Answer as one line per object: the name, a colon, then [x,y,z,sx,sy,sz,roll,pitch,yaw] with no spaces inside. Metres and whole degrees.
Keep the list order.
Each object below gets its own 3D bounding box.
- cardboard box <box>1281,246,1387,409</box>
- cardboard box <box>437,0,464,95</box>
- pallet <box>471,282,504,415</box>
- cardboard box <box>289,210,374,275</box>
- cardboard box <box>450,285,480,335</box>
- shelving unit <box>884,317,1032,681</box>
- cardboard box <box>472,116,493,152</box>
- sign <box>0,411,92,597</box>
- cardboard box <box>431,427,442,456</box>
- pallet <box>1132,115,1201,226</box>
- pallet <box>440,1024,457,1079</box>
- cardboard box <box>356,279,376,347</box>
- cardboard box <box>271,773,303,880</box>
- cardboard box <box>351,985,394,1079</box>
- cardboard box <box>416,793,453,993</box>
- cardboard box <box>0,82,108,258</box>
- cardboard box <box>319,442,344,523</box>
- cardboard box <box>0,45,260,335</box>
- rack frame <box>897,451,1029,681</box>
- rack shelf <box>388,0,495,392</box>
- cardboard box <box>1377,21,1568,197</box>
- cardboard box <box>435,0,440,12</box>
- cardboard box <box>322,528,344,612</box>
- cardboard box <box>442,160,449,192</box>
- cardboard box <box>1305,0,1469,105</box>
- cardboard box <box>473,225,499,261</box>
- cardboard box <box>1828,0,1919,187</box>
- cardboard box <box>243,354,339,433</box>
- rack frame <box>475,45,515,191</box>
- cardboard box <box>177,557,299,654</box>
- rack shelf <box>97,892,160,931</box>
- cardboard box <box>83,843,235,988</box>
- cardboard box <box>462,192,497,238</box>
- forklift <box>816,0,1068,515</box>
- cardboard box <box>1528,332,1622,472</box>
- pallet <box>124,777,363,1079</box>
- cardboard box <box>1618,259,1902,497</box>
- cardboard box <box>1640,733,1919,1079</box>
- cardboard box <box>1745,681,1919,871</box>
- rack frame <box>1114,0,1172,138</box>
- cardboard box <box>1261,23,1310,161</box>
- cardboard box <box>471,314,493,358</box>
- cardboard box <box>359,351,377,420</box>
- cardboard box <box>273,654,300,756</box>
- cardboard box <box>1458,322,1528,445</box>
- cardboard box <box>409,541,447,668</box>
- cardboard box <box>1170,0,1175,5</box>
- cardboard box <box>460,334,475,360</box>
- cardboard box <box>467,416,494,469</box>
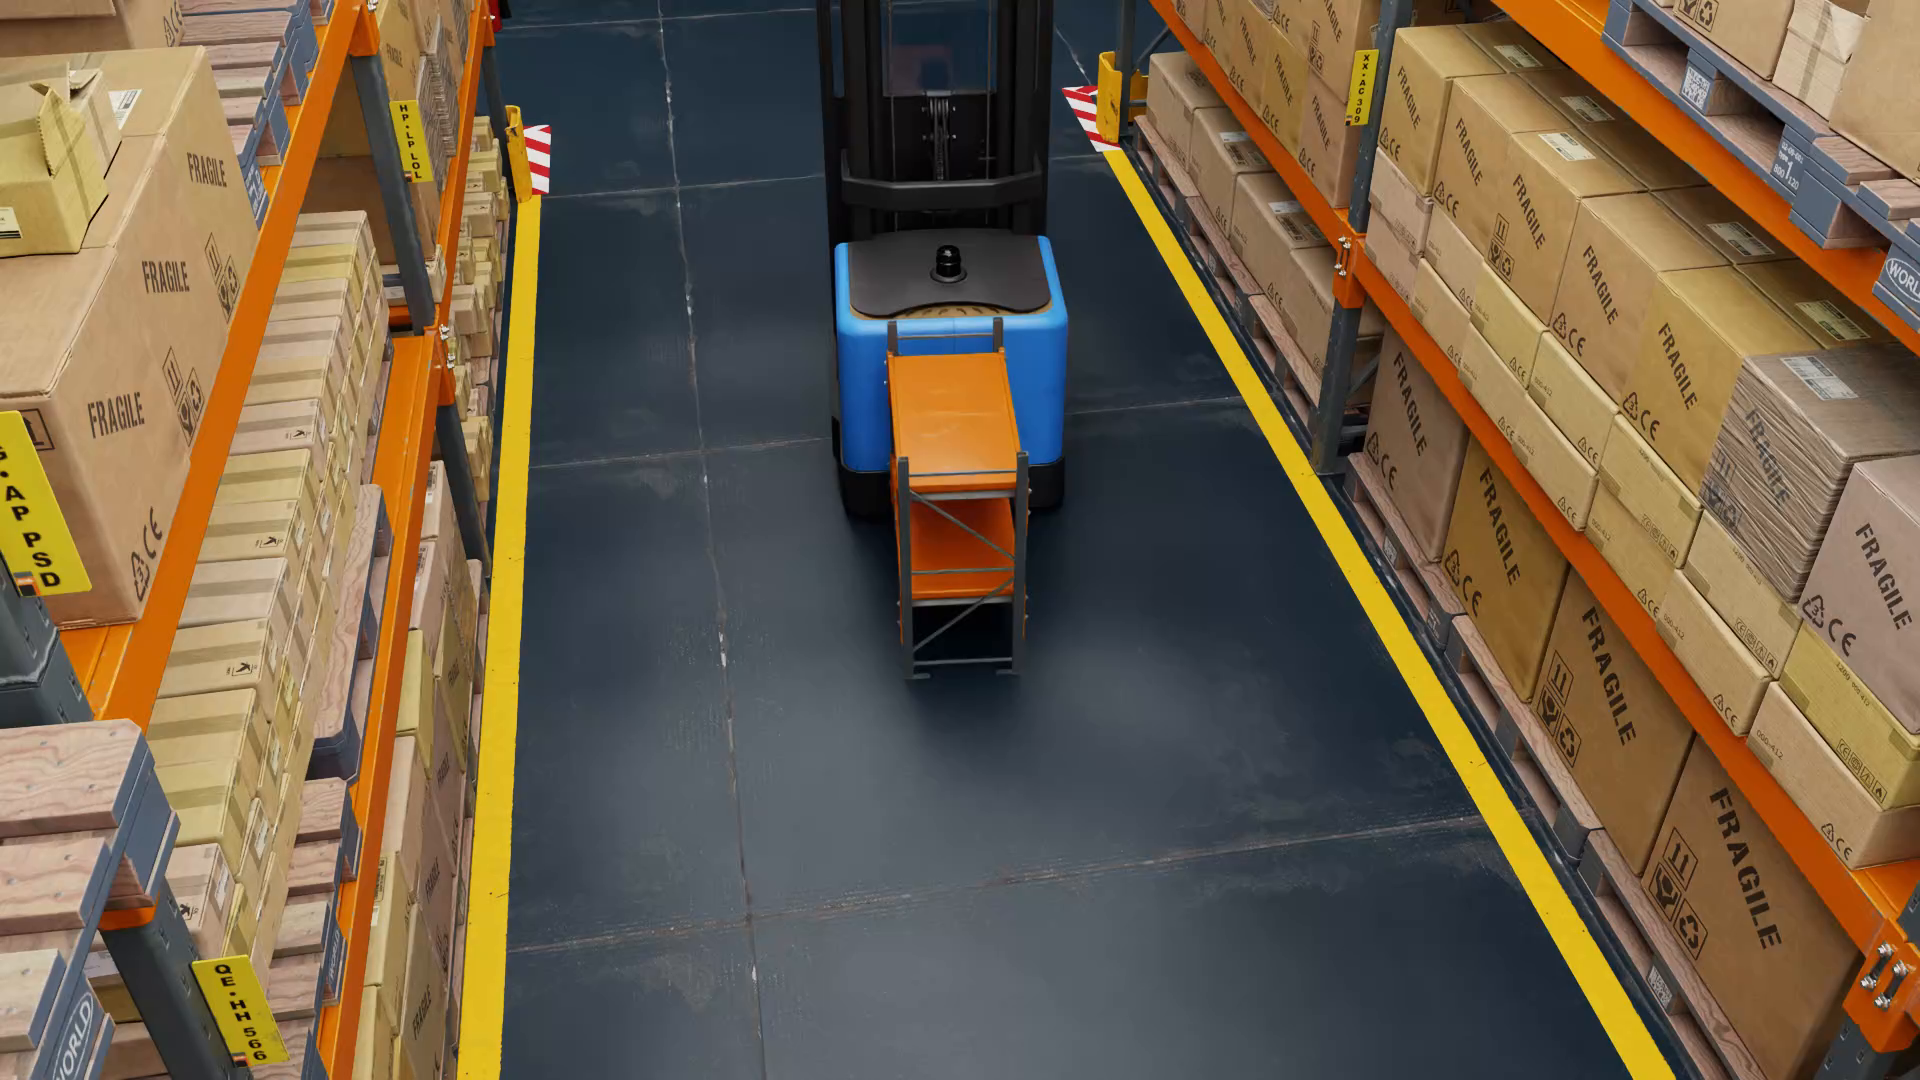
cardboard box: [2.226,-1.127,8.502,0.875,0.438,0.875,-7,38,-9]
cardboard box: [-2.733,-2.399,8.069,0.500,0.500,0.500,-4,38,-6]
pallet: [-2.995,-1.028,8.901,1.003,0.211,1.213,-6,38,-8]
cardboard box: [-2.362,-1.069,6.059,0.380,0.149,0.250,-5,38,-6]
cardboard box: [-2.596,-1.132,8.259,0.380,0.149,0.250,-5,38,-7]
shelving unit: [-0.025,-0.185,7.072,0.538,1.125,1.048,-3,38,-3]
cardboard box: [-2.984,-2.387,9.875,0.380,0.149,0.250,-6,38,-7]
sign: [-1.376,-0.048,2.435,0.100,0.325,0.005,-6,38,-8]
cardboard box: [-2.481,-0.494,7.438,0.380,0.149,0.250,-5,38,-6]
pallet: [1.747,-2.423,10.696,1.003,0.211,1.213,-6,38,-8]
pallet: [-2.059,2.056,4.931,1.003,0.211,1.213,-6,38,-8]
cardboard box: [-2.313,-0.795,5.948,0.380,0.149,0.250,-6,38,-8]
cardboard box: [-1.898,0.743,4.210,0.380,0.149,0.250,-4,38,-6]
cardboard box: [-1.806,1.510,4.446,0.500,0.250,0.500,-8,39,-10]
cardboard box: [-1.983,1.181,5.480,0.500,0.500,0.500,-7,38,-9]
cardboard box: [-1.813,-0.685,3.036,0.396,0.266,0.258,-6,38,-8]
cardboard box: [-2.126,-0.158,5.129,0.380,0.149,0.250,-6,38,-8]
cardboard box: [-1.949,-0.773,3.774,0.500,0.500,0.500,-6,38,-8]
rack frame: [0.012,0.126,6.671,0.500,1.125,0.032,-3,38,-3]
rack shelf: [-2.975,-1.913,8.354,1.077,0.370,4.000,-6,38,-8]
cardboard box: [2.025,-1.720,6.623,0.500,0.500,0.500,-6,38,-7]
cardboard box: [-2.716,-2.769,7.730,0.500,0.500,0.500,-7,38,-10]
cardboard box: [-2.082,0.111,5.025,0.380,0.149,0.250,-7,38,-9]
cardboard box: [-2.591,-1.724,7.728,0.380,0.149,0.250,-6,38,-7]
cardboard box: [1.876,-2.272,7.333,0.500,0.500,0.500,-7,38,-8]
cardboard box: [-2.756,-1.649,9.167,0.380,0.149,0.250,-6,38,-7]
cardboard box: [2.572,-1.134,3.896,0.700,0.500,0.500,-8,39,-10]
cardboard box: [-2.185,-0.443,5.253,0.380,0.149,0.250,-7,38,-9]
rack frame: [-3.326,-3.405,9.688,1.000,3.000,0.127,-6,38,-8]
cardboard box: [-1.997,0.192,4.436,0.380,0.149,0.250,-5,38,-6]
rack shelf: [-1.573,1.735,1.214,1.077,0.370,4.000,-6,38,-8]
cardboard box: [-1.815,0.823,3.623,0.380,0.149,0.250,-6,38,-8]
cardboard box: [-2.741,-1.767,9.076,0.380,0.149,0.250,-5,38,-6]
forklift: [-0.133,-2.165,8.147,1.130,2.935,3.031,-3,38,-3]
cardboard box: [2.302,-0.500,5.663,0.500,0.250,0.500,-7,38,-9]
pallet: [-2.153,1.084,4.066,1.213,0.211,1.003,-6,38,-8]
cardboard box: [2.405,-0.495,5.045,0.500,0.500,0.500,-6,38,-8]
cardboard box: [2.893,1.081,5.304,0.875,0.875,0.875,-7,38,-8]
cardboard box: [2.588,0.615,4.635,0.500,0.250,0.500,-7,38,-10]
rack frame: [1.530,-3.998,10.452,1.000,3.000,0.127,-6,38,-8]
cardboard box: [1.802,-2.185,8.036,0.500,0.500,0.500,-7,38,-9]
cardboard box: [-2.640,-1.063,8.655,0.380,0.149,0.250,-7,38,-9]
cardboard box: [-2.272,-0.529,5.849,0.380,0.149,0.250,-6,38,-8]
cardboard box: [-1.955,0.453,4.342,0.380,0.149,0.250,-6,38,-8]
cardboard box: [2.214,-0.605,6.207,0.500,0.250,0.500,-7,38,-8]
cardboard box: [-2.168,0.271,6.040,0.500,0.250,0.500,-5,38,-6]
cardboard box: [1.447,-3.415,9.619,0.500,0.500,0.500,-7,38,-9]
cardboard box: [-2.654,-1.018,8.355,0.380,0.149,0.250,-5,38,-6]
cardboard box: [-2.419,-0.444,7.858,0.380,0.149,0.250,-5,38,-7]
